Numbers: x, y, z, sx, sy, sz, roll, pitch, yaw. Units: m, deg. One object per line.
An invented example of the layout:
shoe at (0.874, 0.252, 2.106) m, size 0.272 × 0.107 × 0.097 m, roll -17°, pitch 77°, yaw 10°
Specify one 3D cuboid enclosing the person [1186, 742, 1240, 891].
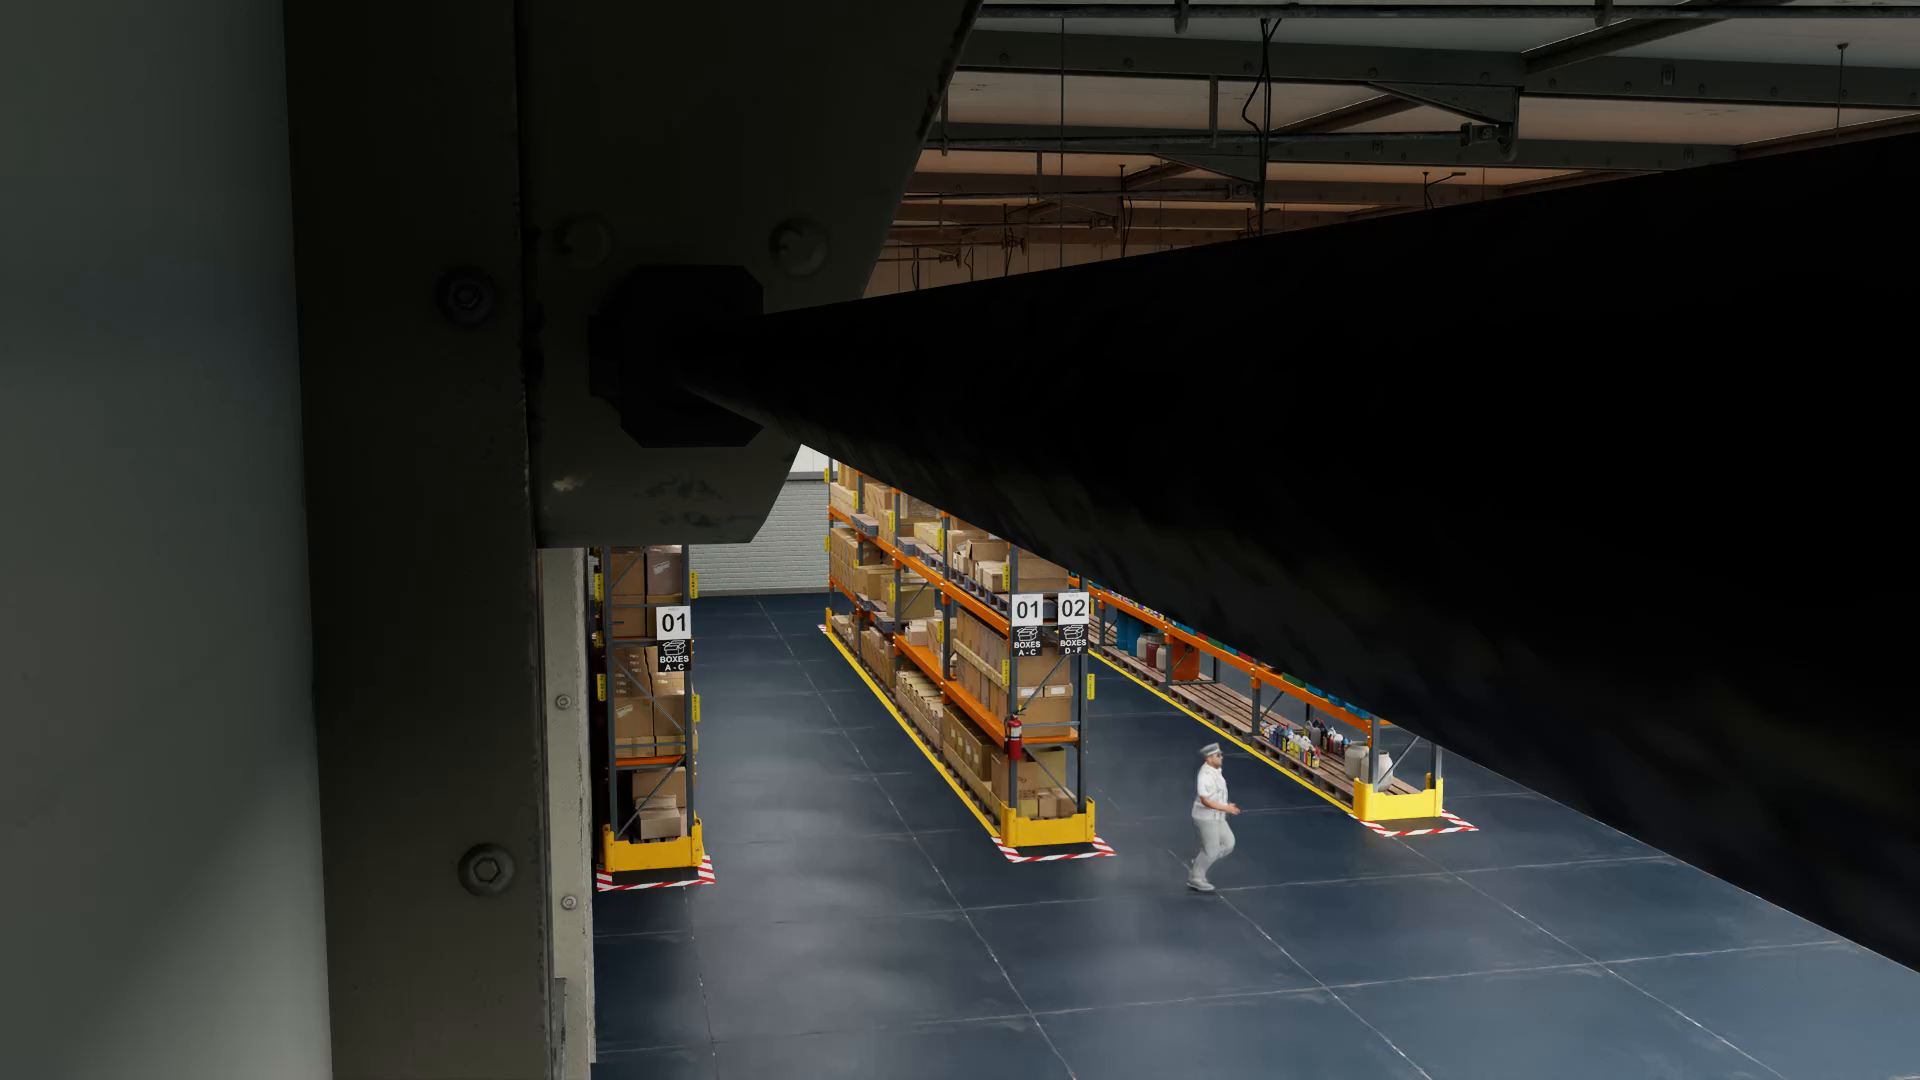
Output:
person at (2.951, 3.187, 19.224) m, size 0.617 × 1.744 × 0.702 m, roll 3°, pitch 7°, yaw 20°
